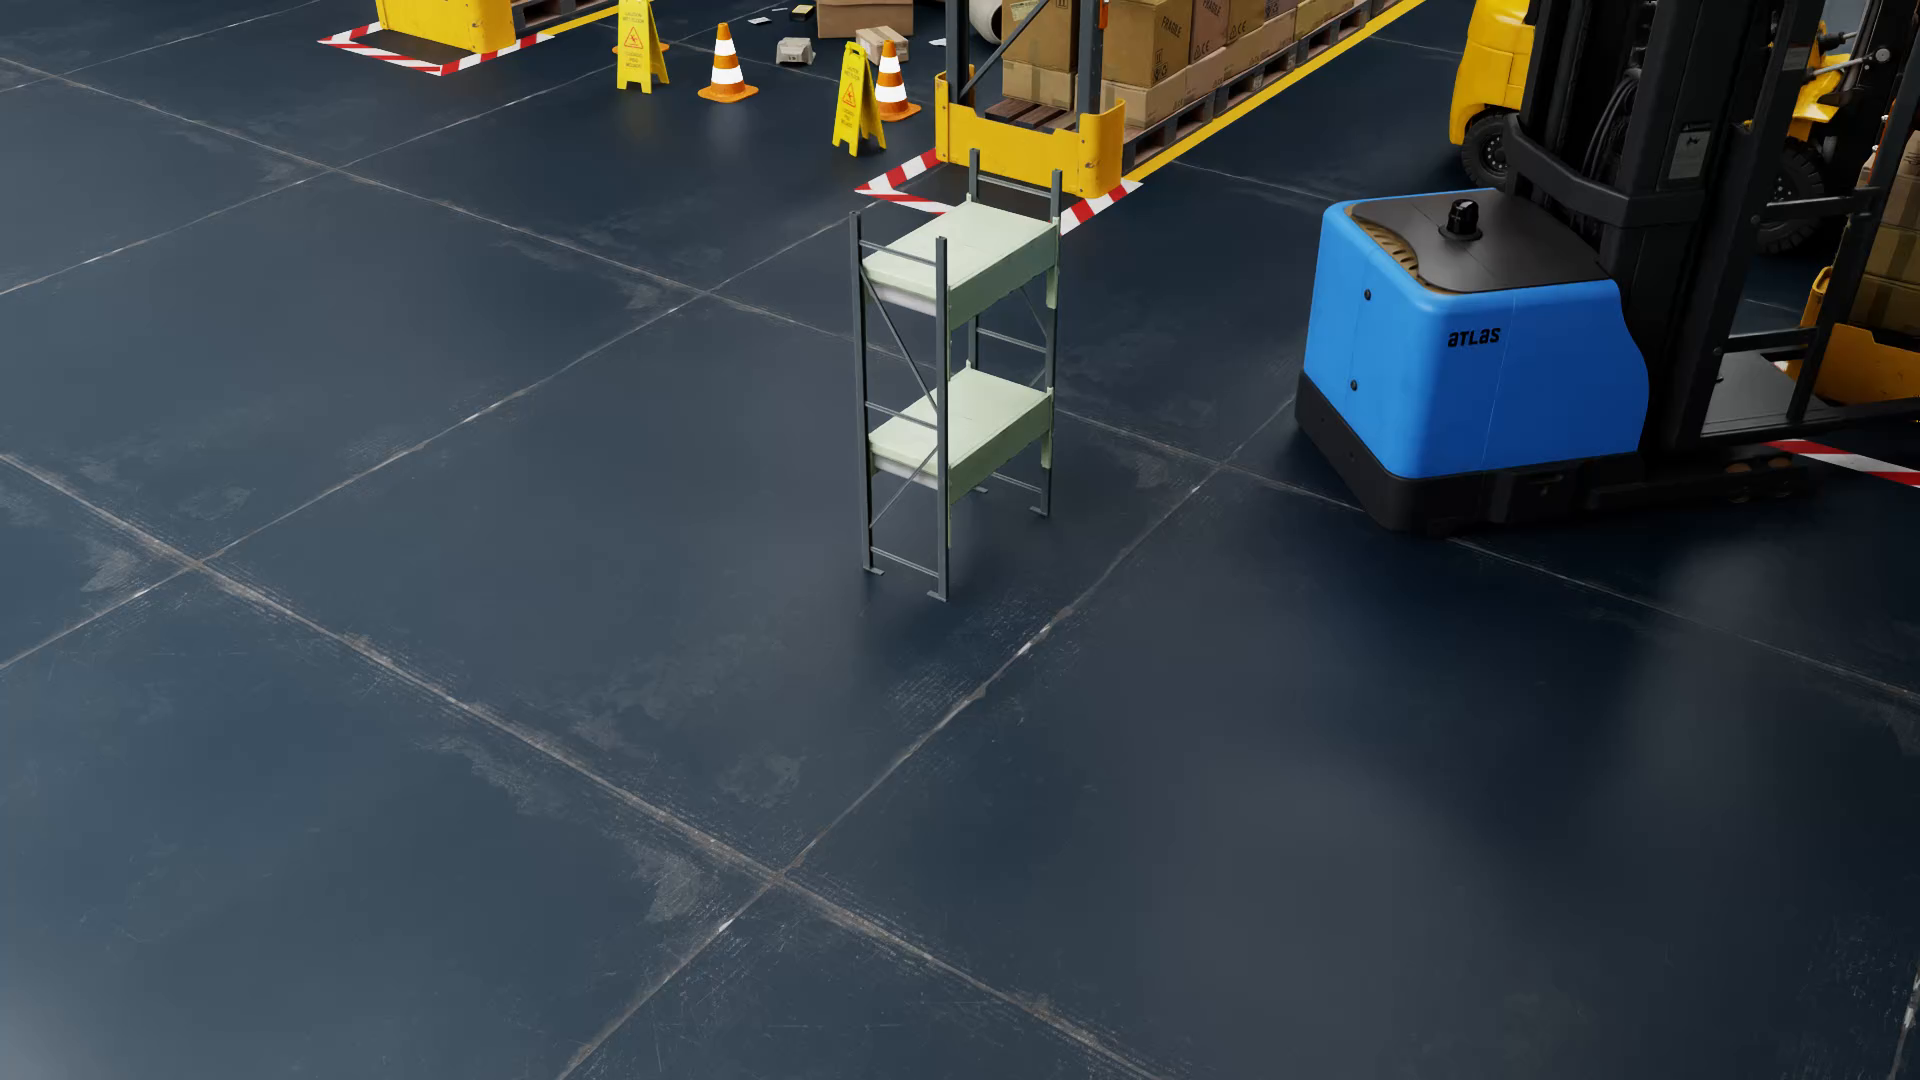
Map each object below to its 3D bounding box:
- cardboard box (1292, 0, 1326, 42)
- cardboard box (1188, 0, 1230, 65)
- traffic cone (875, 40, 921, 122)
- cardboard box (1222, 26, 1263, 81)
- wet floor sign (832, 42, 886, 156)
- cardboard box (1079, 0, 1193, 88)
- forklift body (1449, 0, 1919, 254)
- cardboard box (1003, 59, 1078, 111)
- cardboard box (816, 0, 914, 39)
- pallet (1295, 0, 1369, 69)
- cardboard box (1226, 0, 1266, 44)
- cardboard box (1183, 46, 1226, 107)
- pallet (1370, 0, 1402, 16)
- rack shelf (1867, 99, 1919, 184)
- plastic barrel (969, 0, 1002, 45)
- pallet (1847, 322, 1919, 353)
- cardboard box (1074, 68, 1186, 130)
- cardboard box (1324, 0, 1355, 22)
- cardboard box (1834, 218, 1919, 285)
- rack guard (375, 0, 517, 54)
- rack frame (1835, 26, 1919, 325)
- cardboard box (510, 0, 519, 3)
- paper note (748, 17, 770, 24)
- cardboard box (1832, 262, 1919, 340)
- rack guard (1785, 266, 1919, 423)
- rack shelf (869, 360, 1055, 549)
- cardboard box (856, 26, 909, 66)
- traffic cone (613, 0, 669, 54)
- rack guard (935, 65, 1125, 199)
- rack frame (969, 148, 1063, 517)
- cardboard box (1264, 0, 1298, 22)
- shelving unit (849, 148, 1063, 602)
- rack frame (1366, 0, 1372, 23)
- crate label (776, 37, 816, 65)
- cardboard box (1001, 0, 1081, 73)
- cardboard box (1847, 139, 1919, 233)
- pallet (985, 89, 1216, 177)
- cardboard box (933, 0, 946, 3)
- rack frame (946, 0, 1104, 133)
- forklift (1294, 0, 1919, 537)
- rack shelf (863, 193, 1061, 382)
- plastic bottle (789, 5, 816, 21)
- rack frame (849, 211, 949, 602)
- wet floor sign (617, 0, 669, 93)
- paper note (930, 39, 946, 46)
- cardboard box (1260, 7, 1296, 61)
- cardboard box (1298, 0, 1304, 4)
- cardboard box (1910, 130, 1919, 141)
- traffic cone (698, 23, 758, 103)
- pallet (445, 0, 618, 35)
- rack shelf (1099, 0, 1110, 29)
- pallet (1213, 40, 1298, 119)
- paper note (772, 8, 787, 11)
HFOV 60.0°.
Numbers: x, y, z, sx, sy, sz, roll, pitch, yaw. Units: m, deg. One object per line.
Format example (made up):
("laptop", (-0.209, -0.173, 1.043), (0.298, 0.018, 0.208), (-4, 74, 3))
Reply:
("cardboard box", (2.229, -3.716, 11.647), (0.500, 0.250, 0.500), (20, 39, 27))
("cardboard box", (1.354, -3.328, 10.404), (0.500, 0.500, 0.500), (20, 39, 27))
("traffic cone", (-0.455, -3.005, 10.781), (0.336, 0.463, 0.334), (21, 39, 28))
("cardboard box", (1.645, -3.252, 10.960), (0.500, 0.250, 0.500), (24, 41, 31))
("wet floor sign", (-0.628, -2.725, 10.204), (0.232, 0.644, 0.267), (-22, 40, -29))
("cardboard box", (1.060, -3.086, 10.046), (0.500, 0.500, 0.500), (20, 39, 27))
("forklift body", (4.022, -2.966, 9.216), (2.313, 2.155, 1.214), (21, 39, 28))
("cardboard box", (0.613, -2.950, 10.515), (0.500, 0.250, 0.500), (21, 39, 28))
("cardboard box", (-0.719, -4.029, 12.259), (0.797, 0.503, 0.637), (-3, 34, -4))
("pallet", (2.286, -3.812, 12.198), (1.003, 0.211, 1.213), (21, 39, 28))
("cardboard box", (1.647, -3.556, 10.741), (0.500, 0.500, 0.500), (22, 40, 29))
("cardboard box", (1.344, -2.997, 10.583), (0.500, 0.250, 0.500), (23, 40, 30))
("pallet", (3.083, -4.491, 13.202), (1.003, 0.211, 1.213), (21, 39, 28))
("rack shelf", (5.580, -2.485, 8.389), (1.077, 0.370, 4.000), (21, 39, 28))
("plastic barrel", (0.294, -3.813, 12.011), (0.421, 0.421, 0.512), (-9, 35, -13))
("pallet", (4.841, -1.073, 8.148), (1.003, 0.211, 1.213), (21, 39, 28))
("cardboard box", (1.047, -2.764, 10.239), (0.500, 0.250, 0.500), (21, 39, 28))
("cardboard box", (2.524, -3.964, 12.014), (0.500, 0.250, 0.500), (23, 40, 30))
("cardboard box", (4.460, -1.428, 7.818), (0.500, 0.250, 0.500), (21, 39, 28))
("rack guard", (-3.778, -3.934, 12.122), (1.175, 0.500, 0.348), (21, 39, 28))
("rack frame", (4.440, -1.863, 6.827), (1.000, 3.000, 0.127), (21, 39, 28))
("cardboard box", (-3.432, -4.608, 12.408), (0.875, 0.875, 0.875), (21, 40, 28))
("paper note", (-1.499, -3.910, 12.507), (0.142, 0.017, 0.144), (-22, 40, -29))
("cardboard box", (4.448, -1.215, 7.948), (0.500, 0.250, 0.500), (22, 40, 28))
("rack guard", (4.426, -0.816, 7.510), (1.175, 0.500, 0.348), (21, 39, 28))
("rack shelf", (-0.004, -0.348, 6.508), (0.431, 0.370, 0.720), (21, 39, 28))
("cardboard box", (-0.553, -3.513, 11.813), (0.250, 0.149, 0.380), (-15, 37, -21))
("traffic cone", (-2.295, -3.721, 11.839), (0.336, 0.463, 0.334), (21, 39, 28))
("rack guard", (0.403, -2.446, 9.920), (1.175, 0.500, 0.348), (21, 39, 28))
("rack frame", (0.205, -0.787, 6.574), (0.400, 1.500, 0.023), (21, 39, 28))
("cardboard box", (1.945, -3.805, 11.109), (0.500, 0.500, 0.500), (24, 41, 31))
("shelving unit", (-0.004, -0.618, 6.325), (0.431, 1.500, 0.755), (21, 39, 28))
("rack frame", (2.640, -5.287, 11.891), (1.000, 3.000, 0.127), (21, 39, 28))
("crate label", (-1.163, -3.450, 11.729), (0.250, 0.136, 0.298), (3, 34, 4))
("cardboard box", (0.602, -3.244, 10.279), (0.500, 0.500, 0.500), (22, 40, 28))
("cardboard box", (4.446, -1.623, 7.660), (0.500, 0.250, 0.500), (23, 40, 30))
("pallet", (0.895, -2.689, 10.537), (1.003, 0.211, 1.213), (21, 39, 28))
("cardboard box", (-0.192, -4.518, 12.861), (0.797, 0.637, 0.503), (21, 39, 28))
("rack frame", (0.360, -3.446, 9.168), (1.000, 3.000, 0.127), (21, 39, 28))
("forklift", (3.066, -1.651, 6.575), (3.031, 2.935, 1.130), (-7, 35, -11))
("rack shelf", (-0.004, -0.941, 6.107), (0.431, 0.370, 0.720), (21, 39, 28))
("plastic bottle", (-1.189, -4.013, 12.630), (0.133, 0.061, 0.283), (8, 35, 12))
("rack frame", (-0.212, -0.450, 6.076), (0.400, 1.500, 0.023), (21, 39, 28))
("wet floor sign", (-2.154, -3.360, 11.142), (0.267, 0.644, 0.232), (14, 37, 20))
("paper note", (-0.129, -3.625, 12.094), (0.142, 0.019, 0.148), (-22, 40, -29))
("cardboard box", (1.935, -3.483, 11.303), (0.500, 0.250, 0.500), (22, 40, 29))
("cardboard box", (2.235, -4.040, 11.457), (0.500, 0.500, 0.500), (22, 40, 29))
("cardboard box", (4.732, -1.860, 8.010), (0.500, 0.250, 0.500), (22, 40, 29))
("traffic cone", (-1.561, -3.203, 11.074), (0.336, 0.463, 0.334), (21, 39, 28))
("pallet", (-3.373, -4.219, 12.800), (1.003, 0.211, 1.213), (21, 39, 28))
("rack shelf", (1.500, -4.069, 10.731), (1.077, 0.370, 4.000), (21, 39, 28))
("pallet", (1.591, -3.248, 11.364), (1.003, 0.211, 1.213), (21, 39, 28))
("paper note", (-1.384, -4.072, 12.763), (0.123, 0.001, 0.032), (-15, 37, -21))
